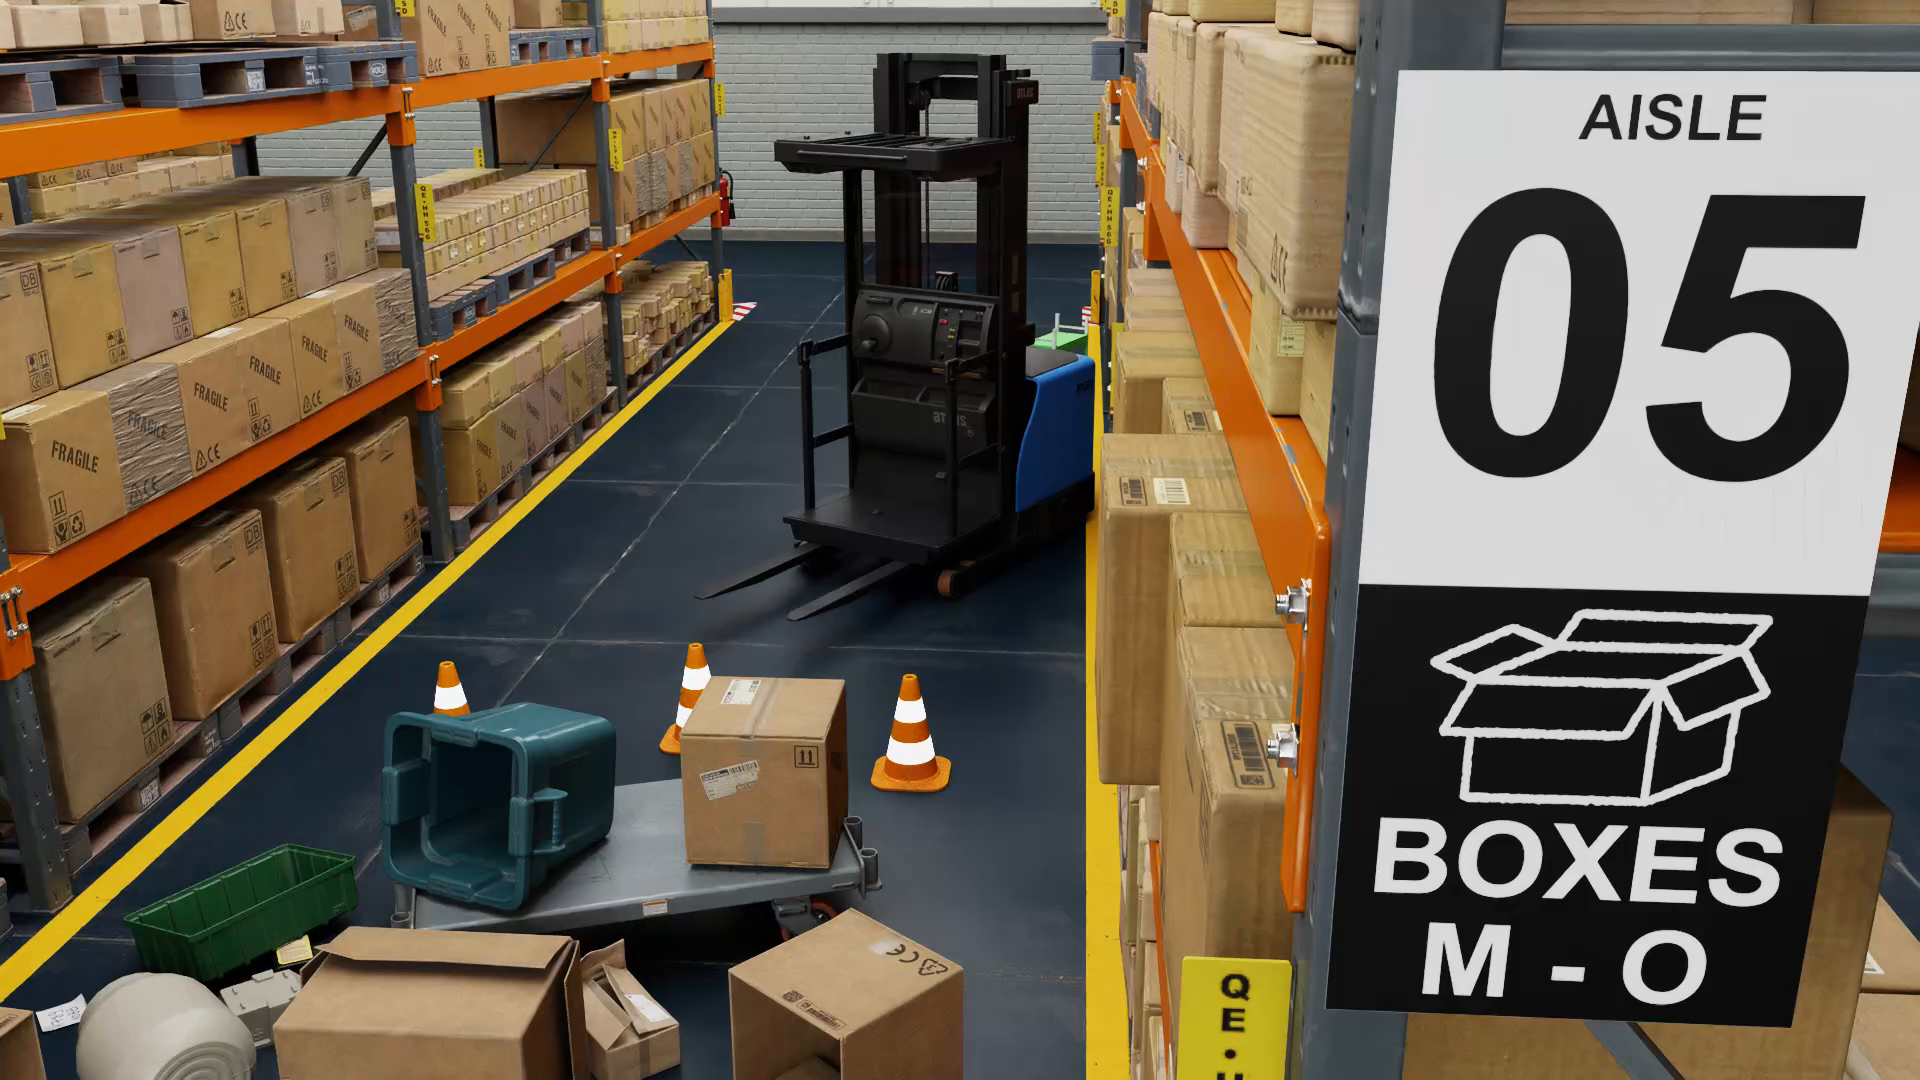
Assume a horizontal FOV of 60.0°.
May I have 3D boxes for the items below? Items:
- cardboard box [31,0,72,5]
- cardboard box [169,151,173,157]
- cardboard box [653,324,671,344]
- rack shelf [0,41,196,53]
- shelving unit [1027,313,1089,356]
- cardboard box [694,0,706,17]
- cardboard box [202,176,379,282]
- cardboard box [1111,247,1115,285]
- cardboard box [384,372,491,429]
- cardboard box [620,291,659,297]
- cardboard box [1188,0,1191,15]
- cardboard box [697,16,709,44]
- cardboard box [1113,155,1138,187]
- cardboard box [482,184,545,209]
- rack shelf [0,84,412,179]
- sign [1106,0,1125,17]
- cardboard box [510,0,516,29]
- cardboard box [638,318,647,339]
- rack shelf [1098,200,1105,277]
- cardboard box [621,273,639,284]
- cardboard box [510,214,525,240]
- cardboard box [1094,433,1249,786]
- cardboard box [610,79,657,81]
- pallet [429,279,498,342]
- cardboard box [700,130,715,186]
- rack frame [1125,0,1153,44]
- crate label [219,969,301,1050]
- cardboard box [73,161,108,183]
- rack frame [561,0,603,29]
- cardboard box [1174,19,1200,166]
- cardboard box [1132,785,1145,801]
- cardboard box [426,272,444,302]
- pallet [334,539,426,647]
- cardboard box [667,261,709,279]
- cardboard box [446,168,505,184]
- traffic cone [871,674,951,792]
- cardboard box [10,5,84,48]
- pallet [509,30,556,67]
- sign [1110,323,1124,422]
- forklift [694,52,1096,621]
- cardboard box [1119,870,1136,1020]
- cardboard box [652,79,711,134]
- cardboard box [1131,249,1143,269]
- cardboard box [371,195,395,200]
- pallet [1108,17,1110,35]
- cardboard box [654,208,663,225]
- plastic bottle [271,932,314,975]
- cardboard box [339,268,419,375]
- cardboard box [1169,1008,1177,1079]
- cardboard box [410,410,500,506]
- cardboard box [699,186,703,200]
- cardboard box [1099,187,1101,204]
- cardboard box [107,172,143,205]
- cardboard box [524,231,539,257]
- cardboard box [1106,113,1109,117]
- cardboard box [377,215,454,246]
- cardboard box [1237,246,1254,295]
[{"bbox_3d":[-3.944,-2.240,6.933,0.500,0.311,0.500,1,18,2],"label":"cardboard box"},{"bbox_3d":[-8.233,-3.857,17.139,0.500,0.250,0.500,1,18,2],"label":"cardboard box"},{"bbox_3d":[-2.877,-1.900,15.308,0.380,0.149,0.250,1,18,2],"label":"cardboard box"},{"bbox_3d":[-8.073,-4.392,15.347,1.077,0.370,4.000,1,18,4],"label":"rack shelf"},{"bbox_3d":[0.635,-0.876,11.169,0.258,1.200,0.503,10,21,28],"label":"shelving unit"},{"bbox_3d":[-2.769,-5.230,16.189,0.500,0.250,0.500,1,18,2],"label":"cardboard box"},{"bbox_3d":[-3.605,-1.686,8.986,0.700,0.500,0.500,1,18,4],"label":"cardboard box"},{"bbox_3d":[1.196,-1.705,10.249,0.500,0.250,0.500,1,18,2],"label":"cardboard box"},{"bbox_3d":[-3.272,-0.880,10.426,0.500,0.250,0.500,0,18,1],"label":"cardboard box"},{"bbox_3d":[-2.964,-2.184,15.220,0.380,0.149,0.250,1,18,2],"label":"cardboard box"},{"bbox_3d":[0.716,-1.253,3.737,0.380,0.149,0.250,1,18,2],"label":"cardboard box"},{"bbox_3d":[-2.758,-4.994,16.272,0.500,0.250,0.500,1,18,3],"label":"cardboard box"},{"bbox_3d":[1.186,-2.072,10.164,0.500,0.500,0.500,2,18,5],"label":"cardboard box"},{"bbox_3d":[-3.189,-2.458,11.879,0.380,0.149,0.250,1,18,2],"label":"cardboard box"},{"bbox_3d":[-3.706,-1.765,7.331,1.077,0.370,4.000,1,18,4],"label":"rack shelf"},{"bbox_3d":[0.828,-2.947,8.826,0.100,0.325,0.005,1,18,4],"label":"sign"},{"bbox_3d":[-3.549,-3.859,12.035,0.500,0.311,0.500,1,18,3],"label":"cardboard box"},{"bbox_3d":[-2.999,-1.878,14.762,0.380,0.149,0.250,0,18,1],"label":"cardboard box"},{"bbox_3d":[1.812,-2.745,15.139,1.077,0.370,4.000,1,18,4],"label":"rack shelf"},{"bbox_3d":[-3.347,-2.517,16.237,0.380,0.149,0.250,0,18,1],"label":"cardboard box"},{"bbox_3d":[-3.222,-2.154,11.430,0.380,0.149,0.250,2,18,6],"label":"cardboard box"},{"bbox_3d":[0.605,0.116,3.009,0.700,0.500,0.500,1,18,3],"label":"cardboard box"},{"bbox_3d":[-3.287,-4.318,16.540,0.500,0.500,0.500,1,18,4],"label":"cardboard box"},{"bbox_3d":[-3.618,-1.435,10.294,1.213,0.211,1.003,1,18,4],"label":"pallet"},{"bbox_3d":[-2.765,-3.831,16.659,0.500,0.500,0.500,2,18,5],"label":"cardboard box"},{"bbox_3d":[1.381,-4.075,8.406,1.000,3.000,0.127,1,18,4],"label":"rack frame"},{"bbox_3d":[-2.300,1.543,5.493,0.298,0.136,0.250,-13,22,-34],"label":"crate label"},{"bbox_3d":[-7.884,-3.410,14.570,0.500,0.500,0.500,1,18,4],"label":"cardboard box"},{"bbox_3d":[-3.276,-5.396,12.439,1.000,3.000,0.127,1,18,4],"label":"rack frame"},{"bbox_3d":[0.679,-0.874,3.219,0.500,0.250,0.500,1,18,4],"label":"cardboard box"},{"bbox_3d":[0.714,0.676,5.039,0.380,0.149,0.250,2,18,5],"label":"cardboard box"},{"bbox_3d":[-3.330,-1.517,9.966,0.380,0.149,0.250,1,18,3],"label":"cardboard box"},{"bbox_3d":[-3.695,0.265,9.274,1.003,0.211,1.213,1,18,4],"label":"pallet"},{"bbox_3d":[-2.775,-2.745,16.931,0.380,0.149,0.250,1,18,5],"label":"cardboard box"},{"bbox_3d":[-3.763,-2.796,12.912,0.380,0.149,0.250,2,18,7],"label":"cardboard box"},{"bbox_3d":[-0.213,0.808,7.215,0.336,0.463,0.334,1,18,4],"label":"traffic cone"},{"bbox_3d":[-3.528,-1.930,6.248,0.250,0.149,0.380,1,18,4],"label":"cardboard box"},{"bbox_3d":[-3.498,-3.370,11.374,1.213,0.211,1.003,1,18,4],"label":"pallet"},{"bbox_3d":[0.541,-0.543,5.403,0.100,0.325,0.005,1,18,4],"label":"sign"},{"bbox_3d":[-0.329,-1.227,9.461,1.130,2.935,3.031,11,21,30],"label":"forklift"},{"bbox_3d":[0.783,1.303,5.371,0.500,0.250,0.500,0,18,1],"label":"cardboard box"},{"bbox_3d":[-2.774,-4.304,16.496,0.500,0.500,0.500,1,18,3],"label":"cardboard box"},{"bbox_3d":[1.013,-0.995,7.331,0.500,0.500,0.500,1,18,2],"label":"cardboard box"},{"bbox_3d":[-3.890,-2.230,11.184,0.380,0.149,0.250,2,18,7],"label":"cardboard box"},{"bbox_3d":[1.912,-4.861,15.766,1.003,0.211,1.213,1,18,4],"label":"pallet"},{"bbox_3d":[-2.884,-2.917,14.910,0.380,0.149,0.250,2,18,6],"label":"cardboard box"},{"bbox_3d":[-2.364,1.455,5.883,0.133,0.061,0.283,-9,20,-25],"label":"plastic bottle"},{"bbox_3d":[-3.328,-1.204,9.121,0.500,0.500,0.500,1,18,4],"label":"cardboard box"},{"bbox_3d":[0.613,0.742,2.703,0.500,0.500,0.500,1,18,4],"label":"cardboard box"},{"bbox_3d":[-3.258,-0.529,10.559,0.500,0.500,0.500,1,18,2],"label":"cardboard box"},{"bbox_3d":[-2.786,-3.484,16.642,0.380,0.149,0.250,1,18,4],"label":"cardboard box"},{"bbox_3d":[1.634,-3.613,16.472,0.500,0.500,0.500,1,18,3],"label":"cardboard box"},{"bbox_3d":[-7.849,-3.213,15.174,0.500,0.250,0.500,2,18,5],"label":"cardboard box"},{"bbox_3d":[-3.198,-2.093,11.722,0.380,0.149,0.250,2,18,6],"label":"cardboard box"},{"bbox_3d":[1.471,-3.299,13.907,0.500,0.500,0.500,1,18,3],"label":"cardboard box"},{"bbox_3d":[-3.320,-1.888,10.143,0.380,0.149,0.250,1,18,2],"label":"cardboard box"},{"bbox_3d":[0.648,-0.478,2.650,0.380,0.149,0.250,1,18,3],"label":"cardboard box"}]
